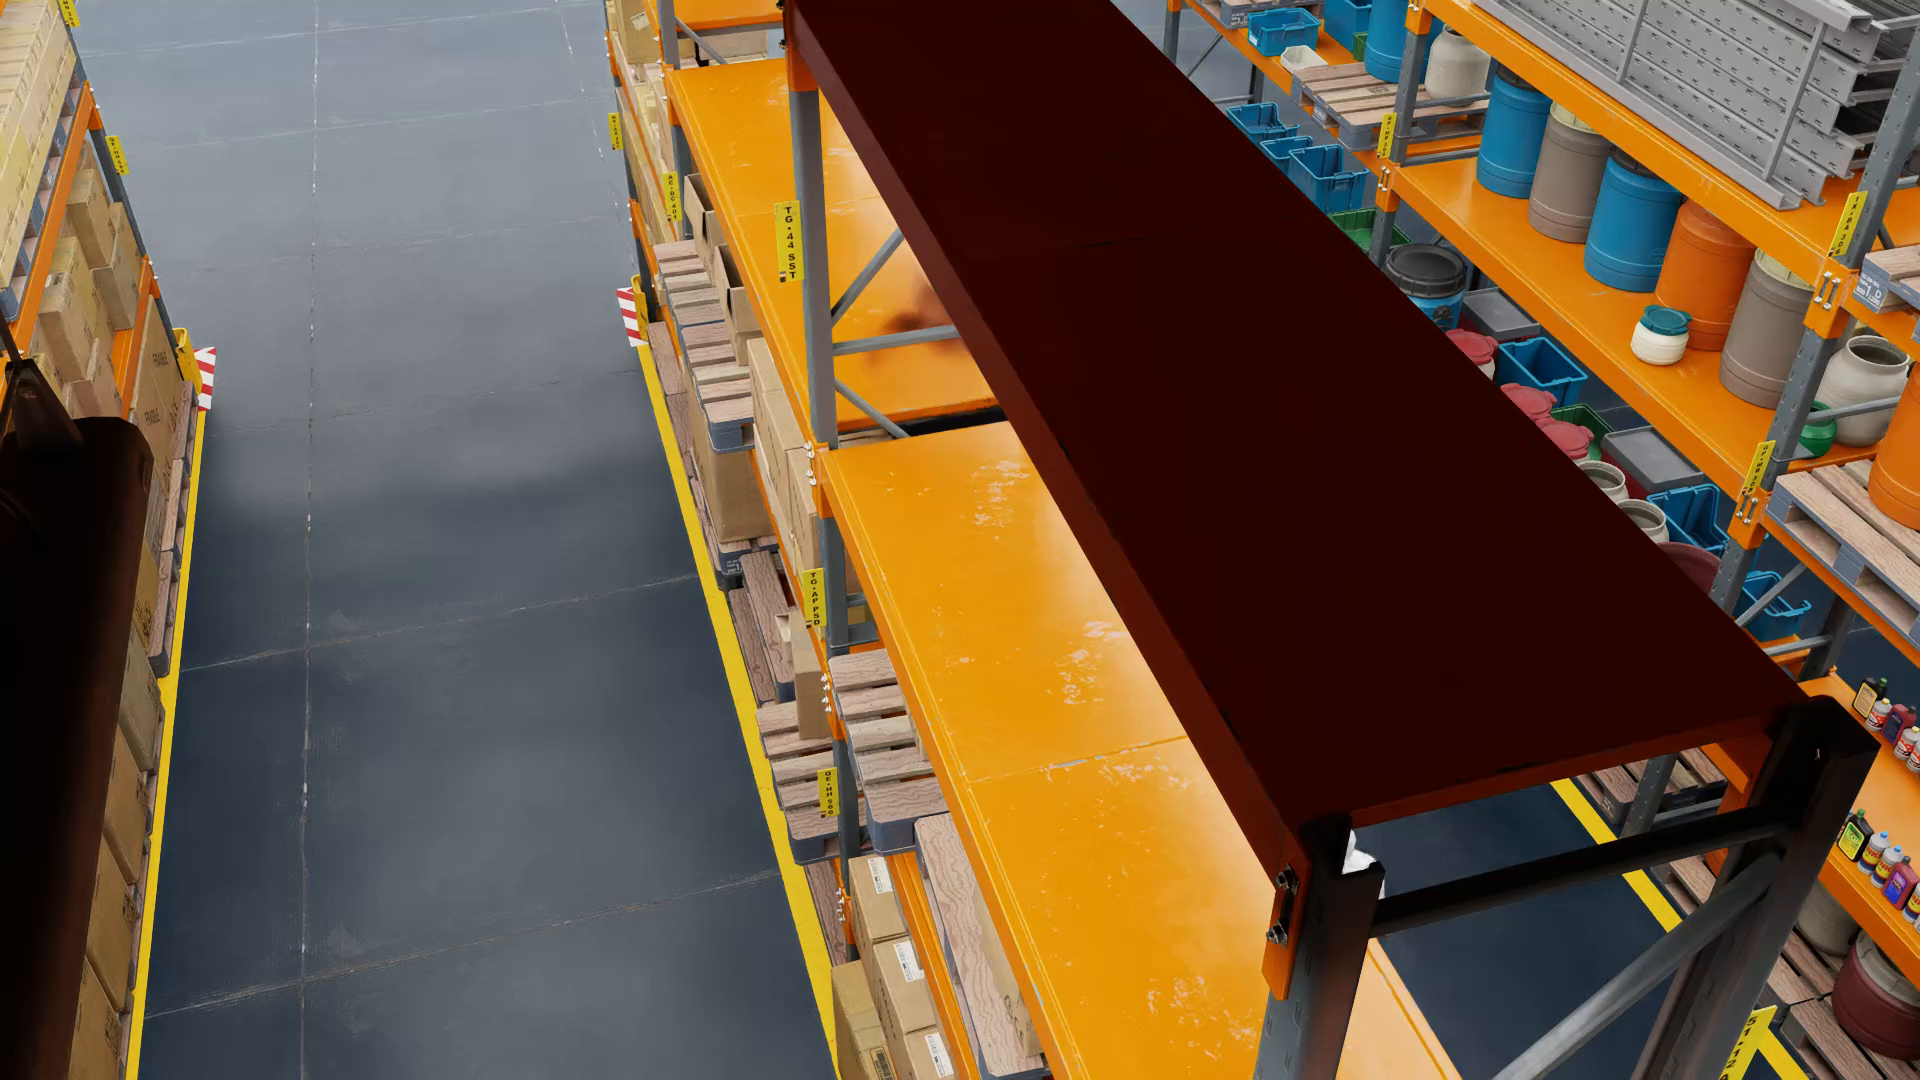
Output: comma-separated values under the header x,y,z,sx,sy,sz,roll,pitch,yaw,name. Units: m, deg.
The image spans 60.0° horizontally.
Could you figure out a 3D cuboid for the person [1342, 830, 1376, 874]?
x,y,z,sx,sy,sz,roll,pitch,yaw,name
1.747,2.049,8.405,0.672,1.888,0.744,-9,39,-12,person
